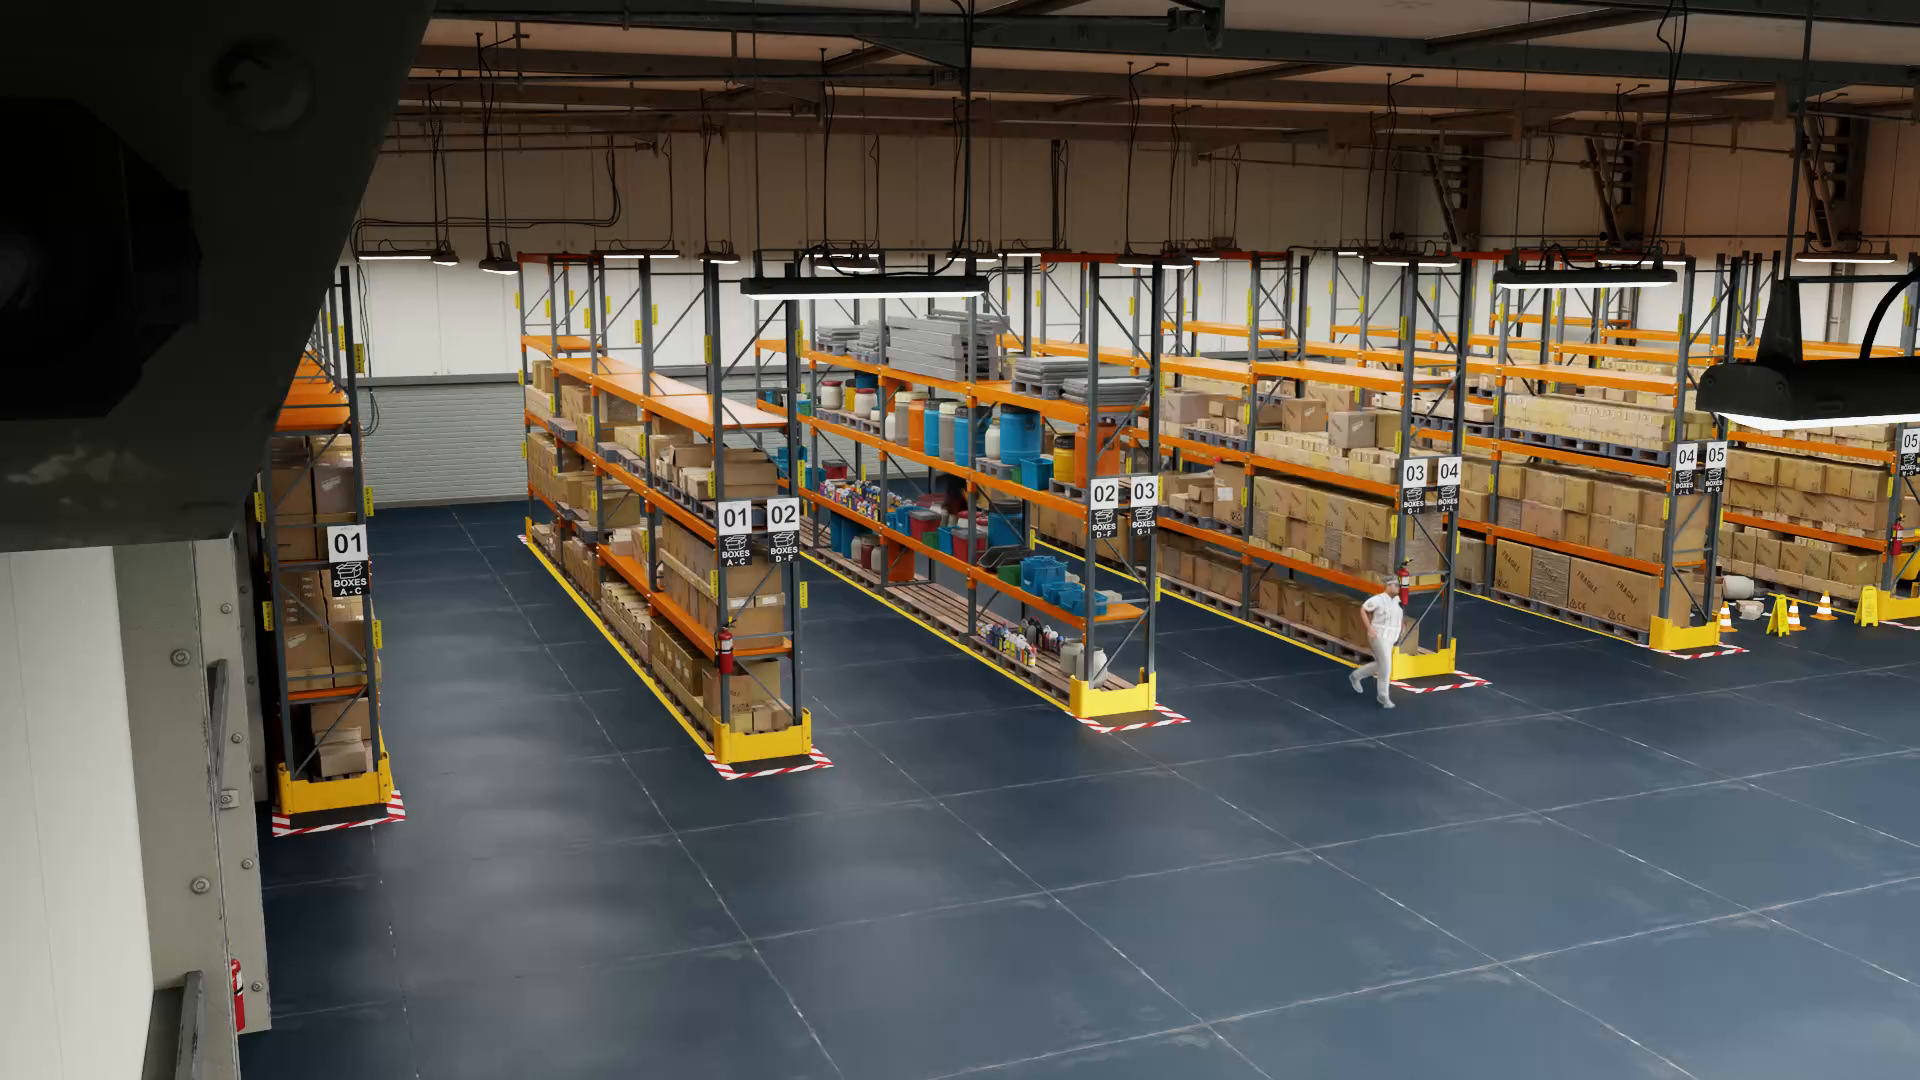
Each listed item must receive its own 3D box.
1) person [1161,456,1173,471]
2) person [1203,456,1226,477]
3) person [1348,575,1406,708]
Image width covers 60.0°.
[{"bbox_3d":[5.324,-2.034,41.715,0.613,1.680,0.636,2,11,12],"label":"person"},{"bbox_3d":[5.352,-0.839,34.569,0.662,1.834,0.776,-6,12,-30],"label":"person"},{"bbox_3d":[5.827,1.348,22.927,0.697,1.770,0.873,-9,14,-41],"label":"person"}]
